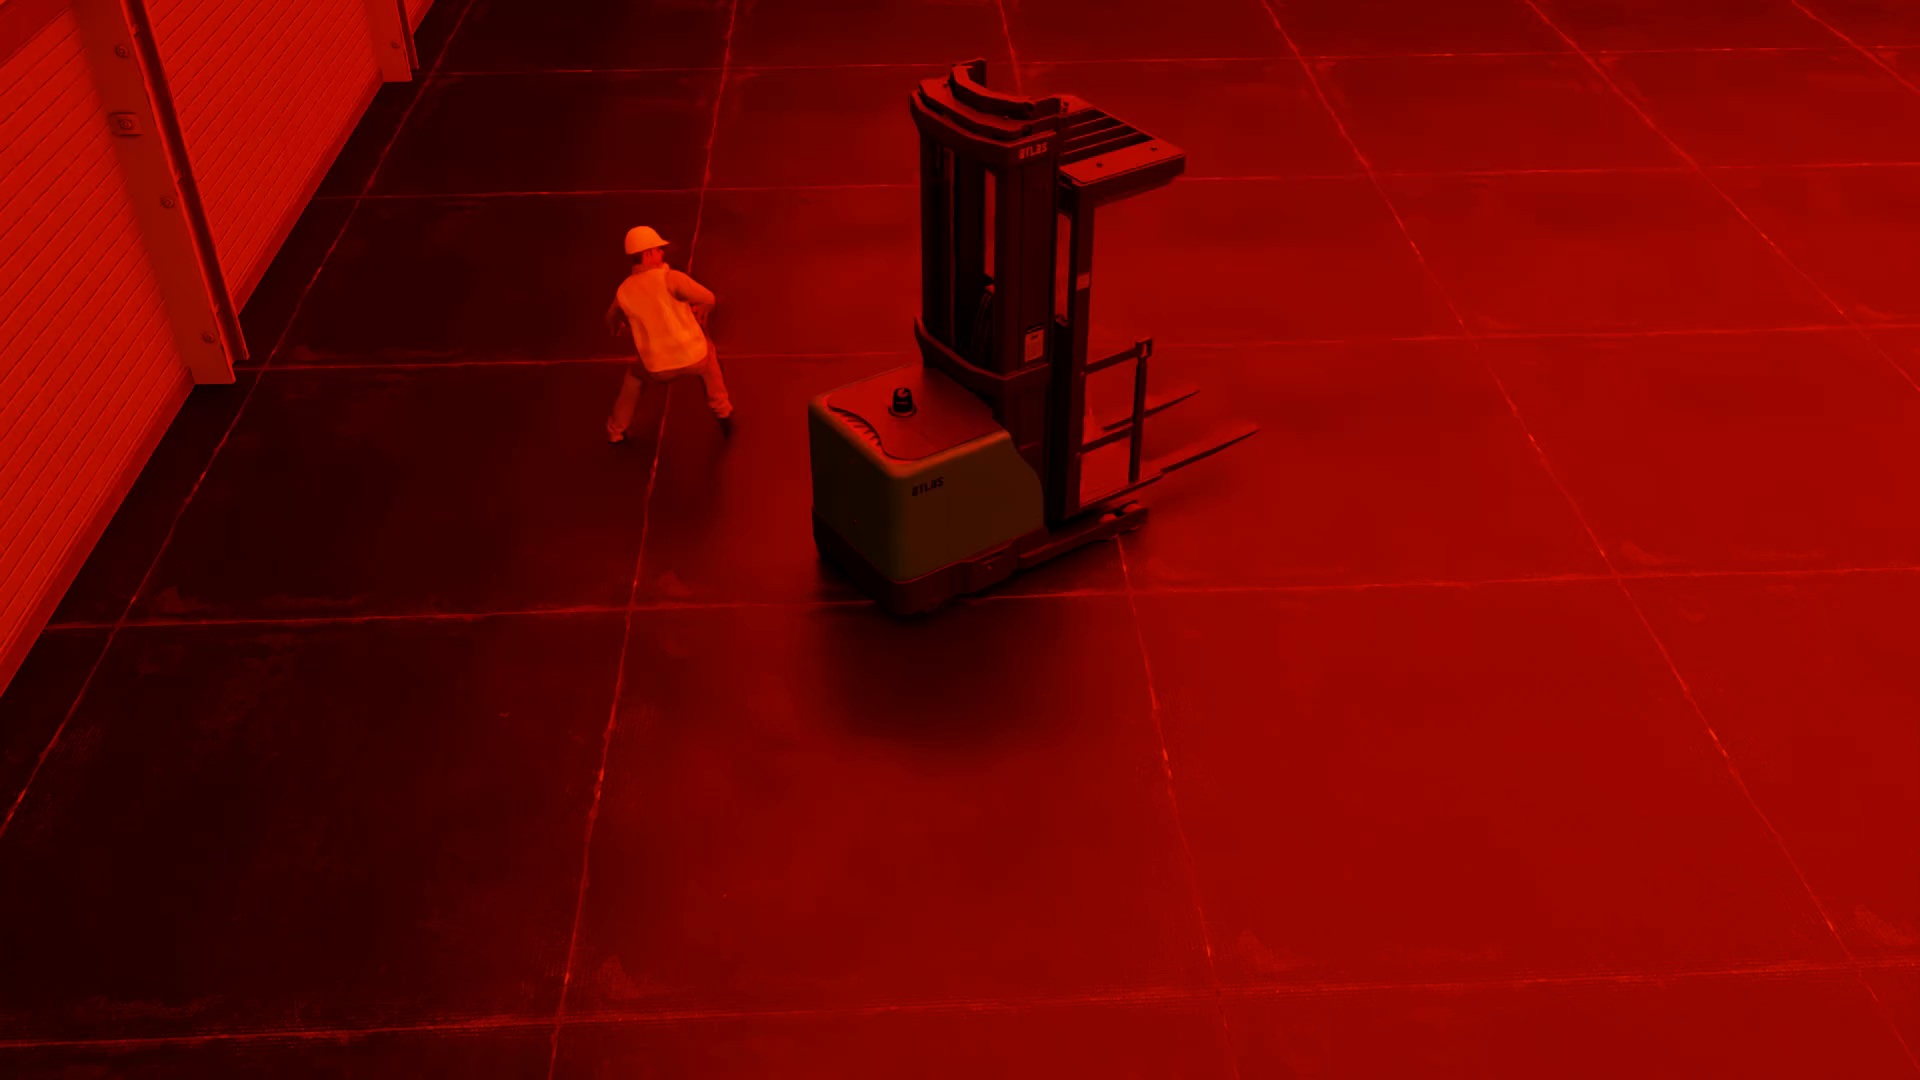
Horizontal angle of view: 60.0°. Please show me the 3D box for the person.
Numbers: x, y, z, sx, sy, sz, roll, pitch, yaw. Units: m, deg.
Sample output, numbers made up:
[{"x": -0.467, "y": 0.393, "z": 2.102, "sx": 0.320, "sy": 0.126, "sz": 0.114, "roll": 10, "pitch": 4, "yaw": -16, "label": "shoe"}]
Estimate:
[{"x": -2.017, "y": -1.350, "z": 11.122, "sx": 0.891, "sy": 1.550, "sz": 0.763, "roll": -3, "pitch": 36, "yaw": -3, "label": "person"}]

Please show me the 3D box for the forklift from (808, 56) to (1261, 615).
[{"x": 0.588, "y": -1.419, "z": 9.959, "sx": 3.031, "sy": 2.935, "sz": 1.130, "roll": -22, "pitch": 41, "yaw": -27, "label": "forklift"}]
